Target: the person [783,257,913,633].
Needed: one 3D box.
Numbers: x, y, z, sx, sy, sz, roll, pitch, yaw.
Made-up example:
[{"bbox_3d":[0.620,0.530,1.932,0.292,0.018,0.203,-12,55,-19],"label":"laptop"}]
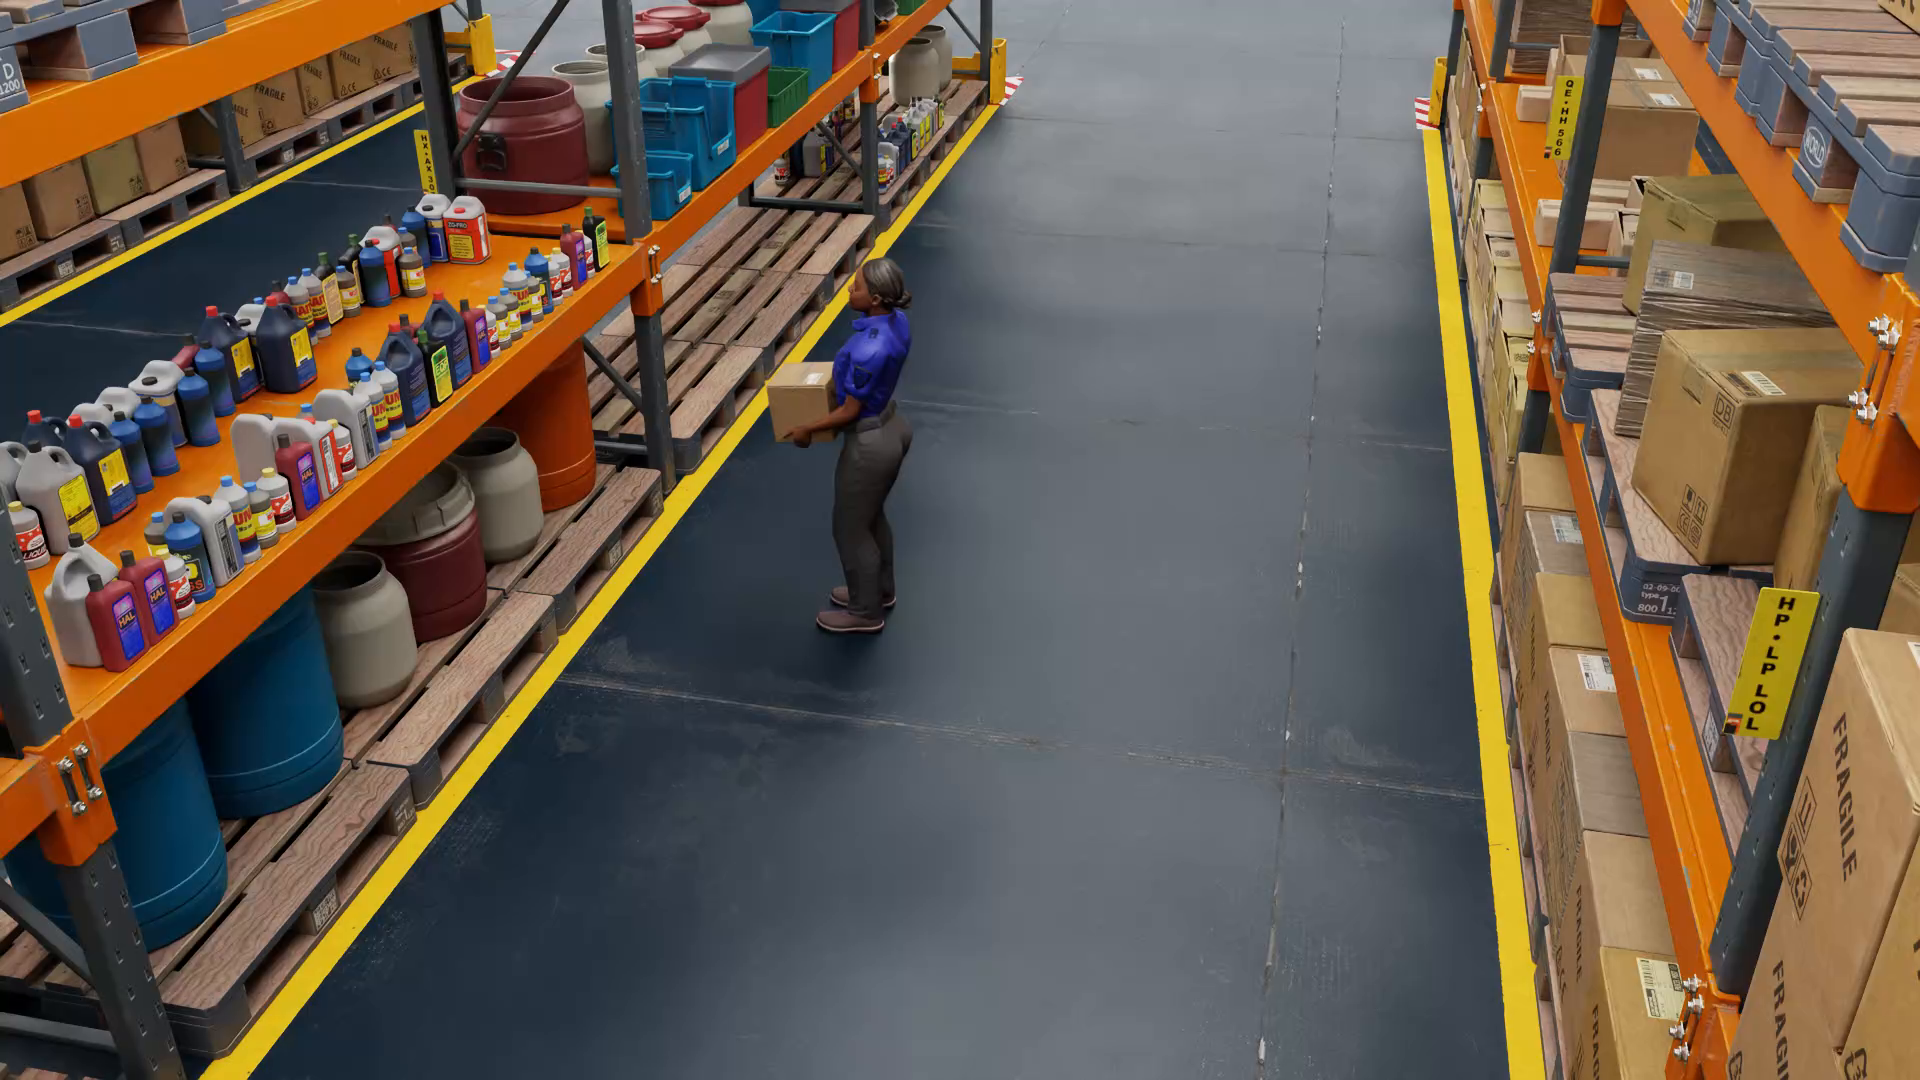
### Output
[{"bbox_3d":[-0.440,-0.388,6.841,0.516,1.645,0.449,6,30,11],"label":"person"}]
